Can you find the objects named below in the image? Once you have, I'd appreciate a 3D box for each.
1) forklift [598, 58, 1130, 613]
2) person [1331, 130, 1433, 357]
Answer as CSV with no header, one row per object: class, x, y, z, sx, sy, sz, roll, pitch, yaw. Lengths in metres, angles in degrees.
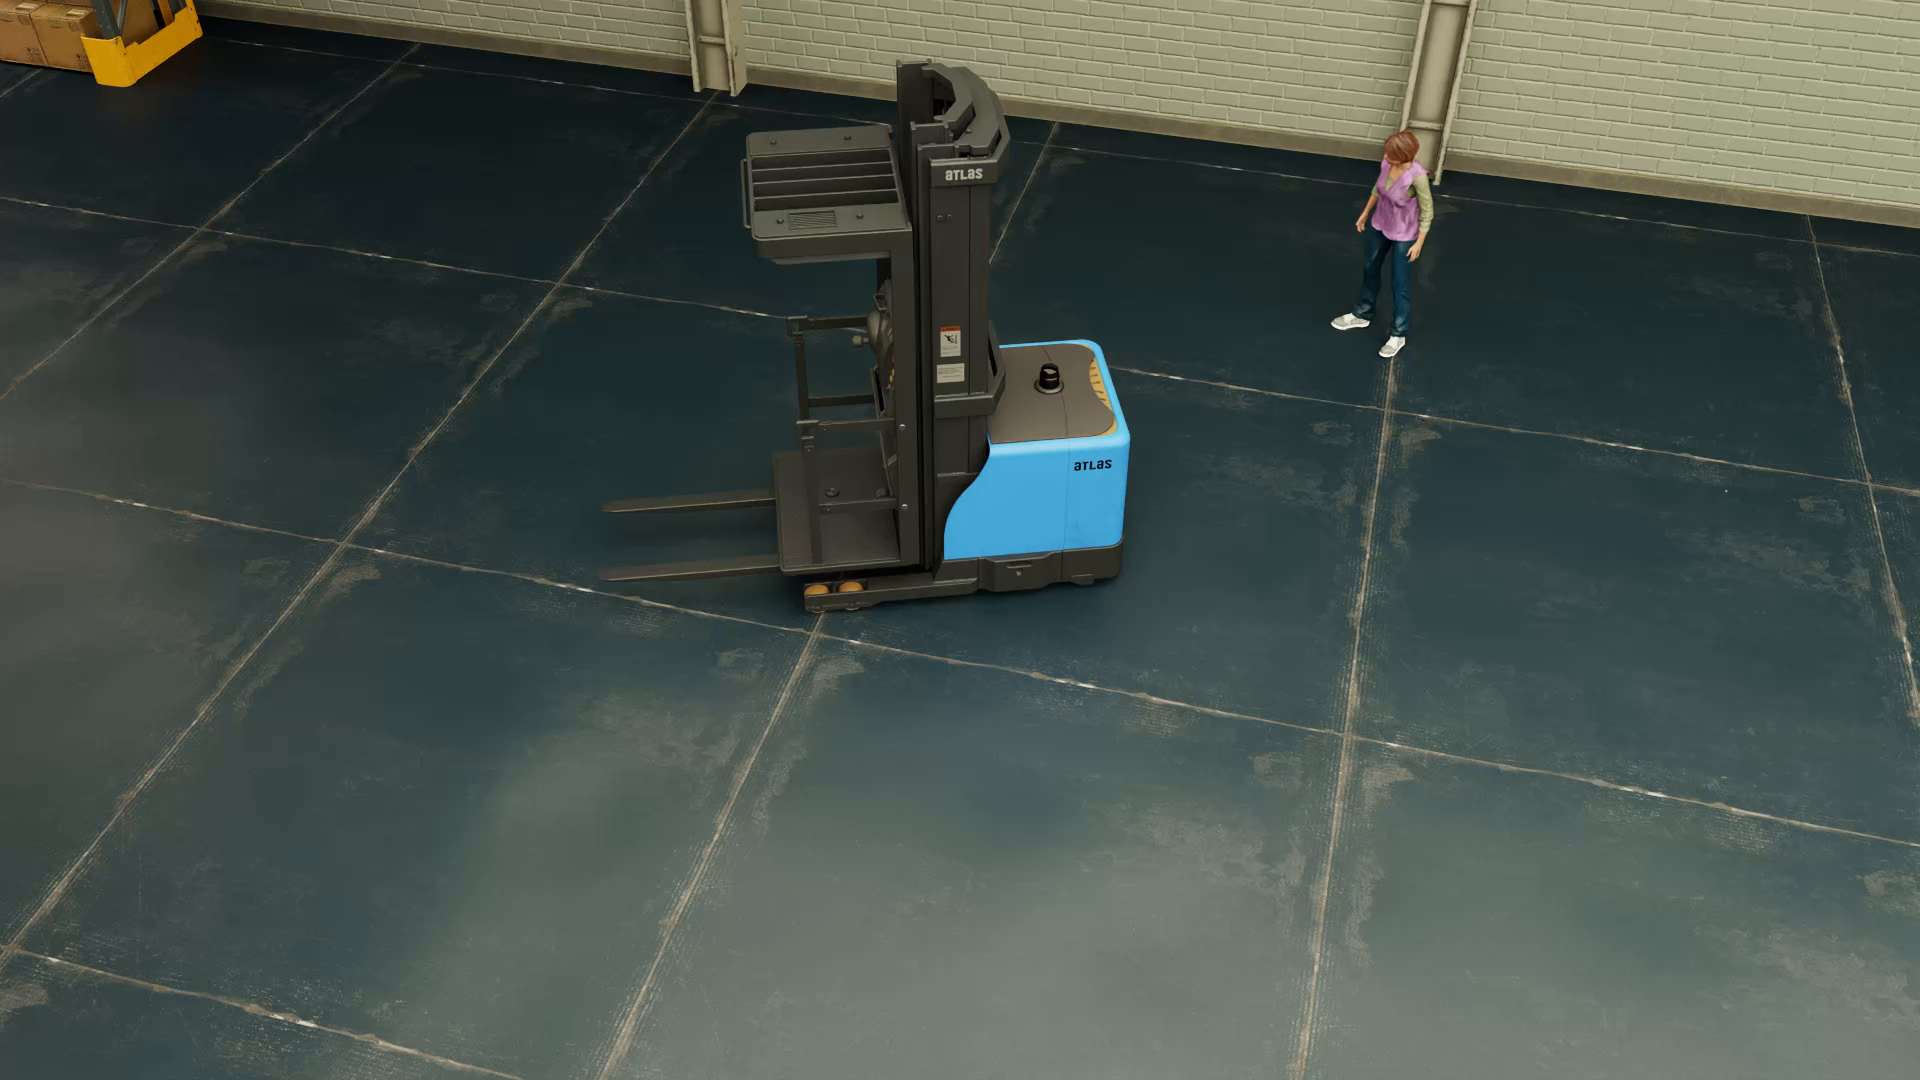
forklift,-0.604,-1.052,9.062,3.031,2.935,1.130,-5,41,-5
person,2.918,-2.052,11.220,0.396,1.599,0.576,-21,45,-22
